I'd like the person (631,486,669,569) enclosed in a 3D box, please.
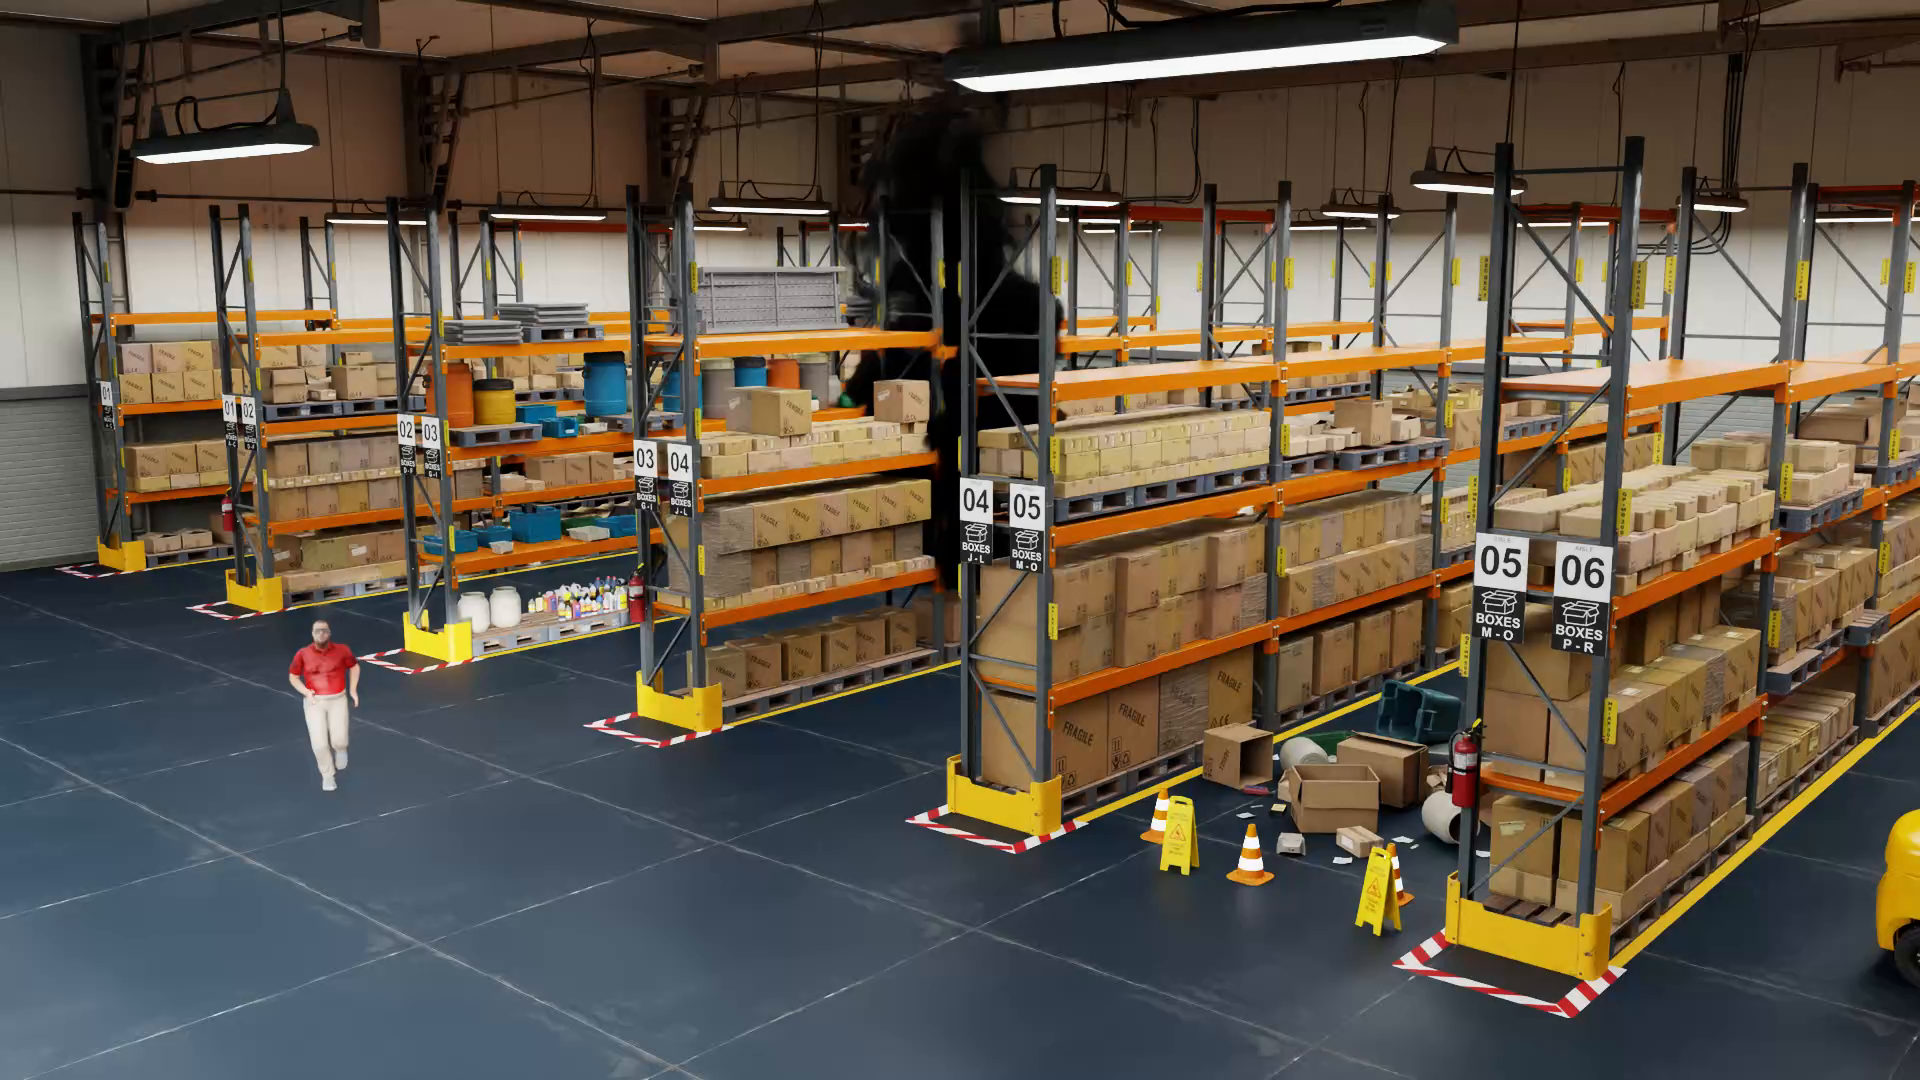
[{"bbox_3d":[-4.941,-0.404,26.635,0.697,1.757,0.703,6,11,32],"label":"person"}]

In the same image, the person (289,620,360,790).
[{"bbox_3d":[-6.290,1.626,16.510,0.665,1.685,0.600,-4,10,-21],"label":"person"}]

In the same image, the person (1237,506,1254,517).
[{"bbox_3d":[3.731,0.434,21.501,0.625,1.810,0.917,8,12,38],"label":"person"}]
